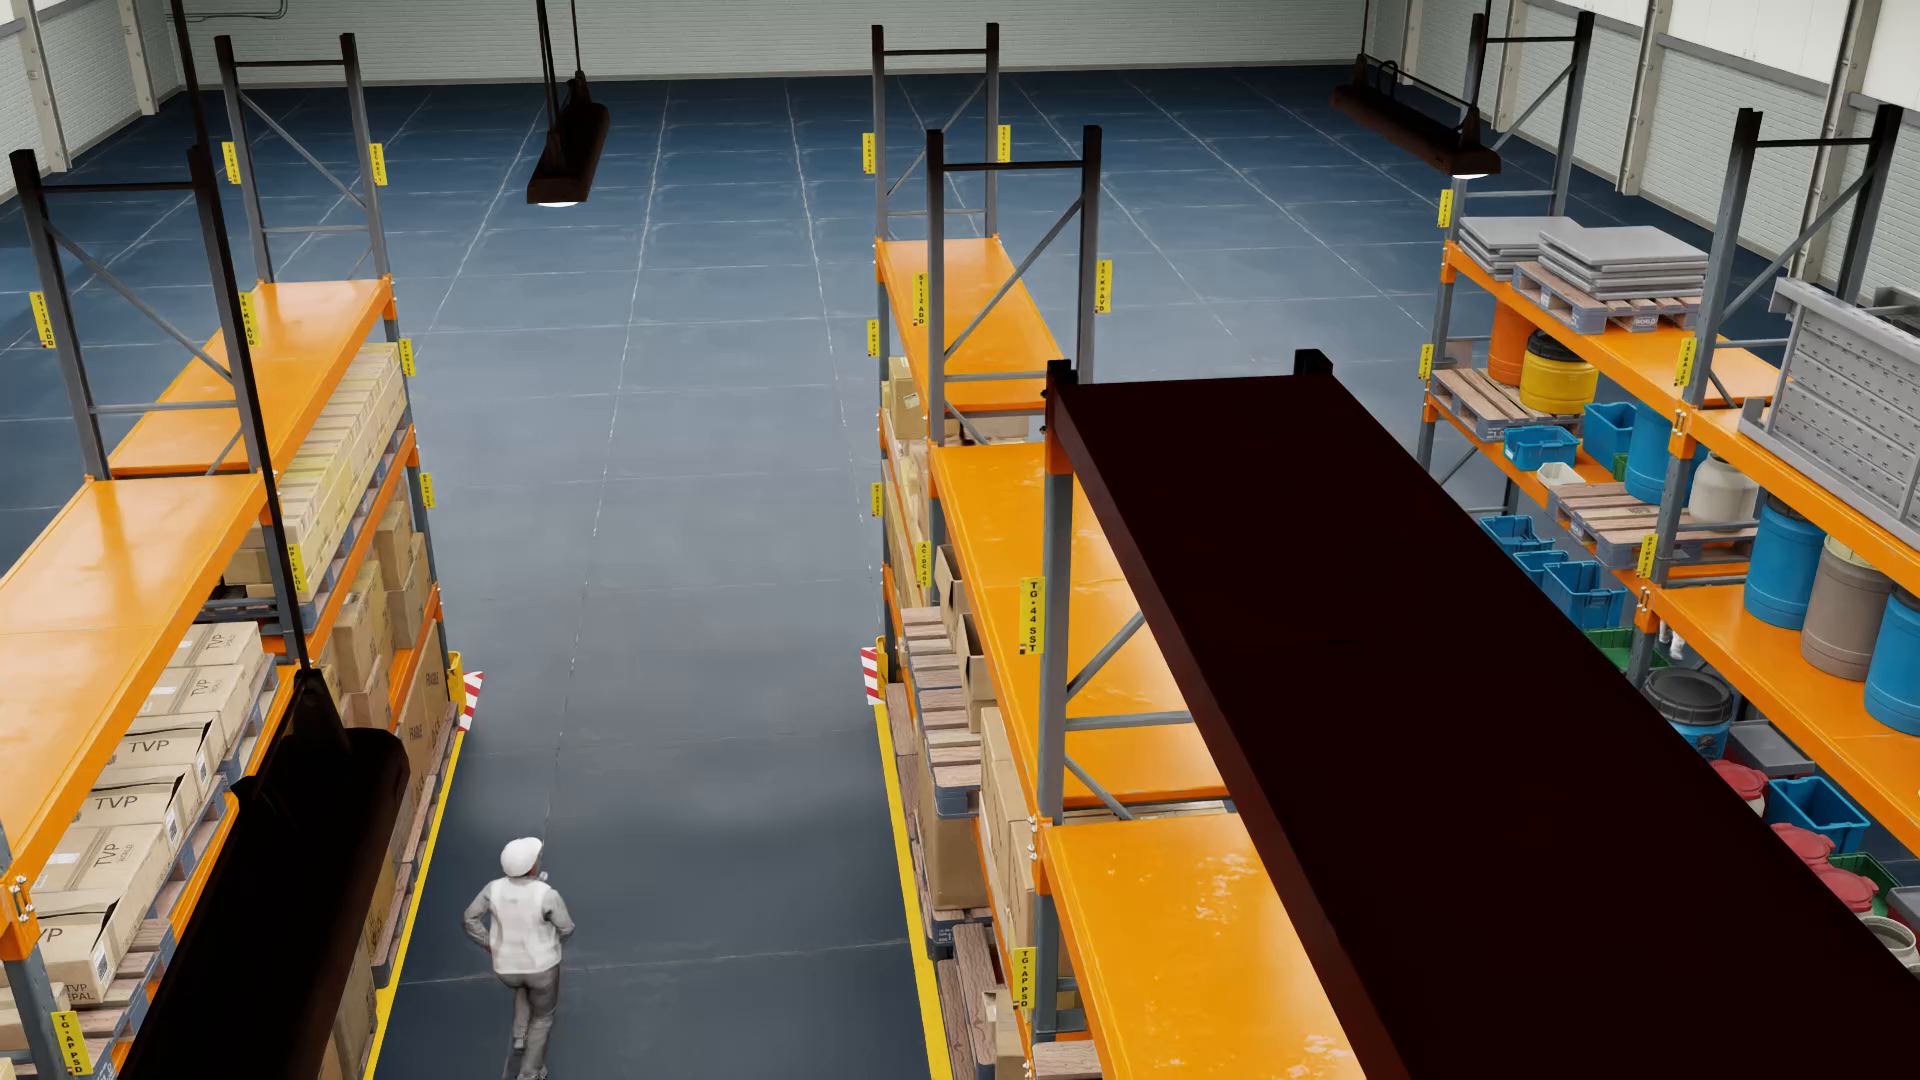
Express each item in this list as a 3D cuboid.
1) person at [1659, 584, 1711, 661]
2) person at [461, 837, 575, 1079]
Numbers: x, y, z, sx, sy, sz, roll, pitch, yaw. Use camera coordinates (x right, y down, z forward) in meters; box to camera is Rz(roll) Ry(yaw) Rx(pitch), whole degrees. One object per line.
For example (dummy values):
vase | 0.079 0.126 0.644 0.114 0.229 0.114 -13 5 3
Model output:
person | 6.890 0.328 15.864 0.518 1.649 0.831 13 28 25
person | -2.847 2.733 10.818 0.708 1.689 0.712 2 26 3
